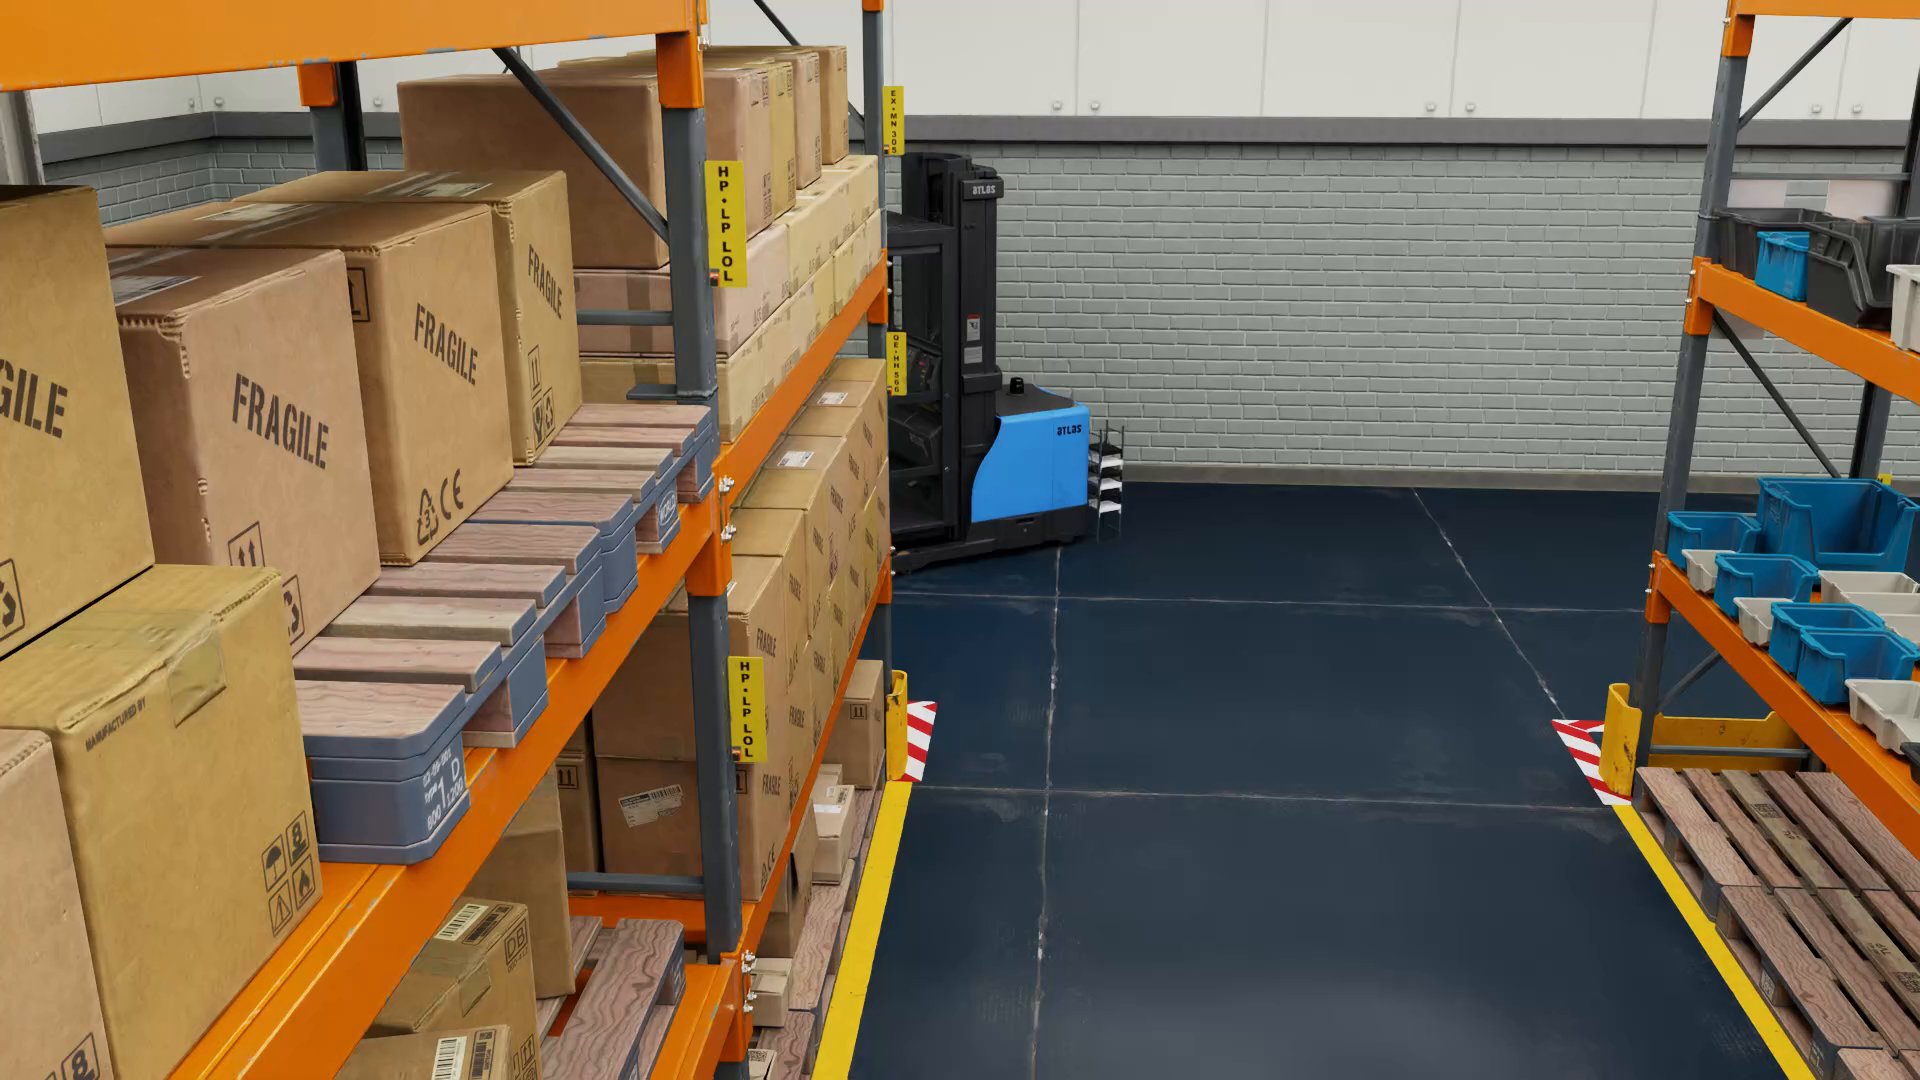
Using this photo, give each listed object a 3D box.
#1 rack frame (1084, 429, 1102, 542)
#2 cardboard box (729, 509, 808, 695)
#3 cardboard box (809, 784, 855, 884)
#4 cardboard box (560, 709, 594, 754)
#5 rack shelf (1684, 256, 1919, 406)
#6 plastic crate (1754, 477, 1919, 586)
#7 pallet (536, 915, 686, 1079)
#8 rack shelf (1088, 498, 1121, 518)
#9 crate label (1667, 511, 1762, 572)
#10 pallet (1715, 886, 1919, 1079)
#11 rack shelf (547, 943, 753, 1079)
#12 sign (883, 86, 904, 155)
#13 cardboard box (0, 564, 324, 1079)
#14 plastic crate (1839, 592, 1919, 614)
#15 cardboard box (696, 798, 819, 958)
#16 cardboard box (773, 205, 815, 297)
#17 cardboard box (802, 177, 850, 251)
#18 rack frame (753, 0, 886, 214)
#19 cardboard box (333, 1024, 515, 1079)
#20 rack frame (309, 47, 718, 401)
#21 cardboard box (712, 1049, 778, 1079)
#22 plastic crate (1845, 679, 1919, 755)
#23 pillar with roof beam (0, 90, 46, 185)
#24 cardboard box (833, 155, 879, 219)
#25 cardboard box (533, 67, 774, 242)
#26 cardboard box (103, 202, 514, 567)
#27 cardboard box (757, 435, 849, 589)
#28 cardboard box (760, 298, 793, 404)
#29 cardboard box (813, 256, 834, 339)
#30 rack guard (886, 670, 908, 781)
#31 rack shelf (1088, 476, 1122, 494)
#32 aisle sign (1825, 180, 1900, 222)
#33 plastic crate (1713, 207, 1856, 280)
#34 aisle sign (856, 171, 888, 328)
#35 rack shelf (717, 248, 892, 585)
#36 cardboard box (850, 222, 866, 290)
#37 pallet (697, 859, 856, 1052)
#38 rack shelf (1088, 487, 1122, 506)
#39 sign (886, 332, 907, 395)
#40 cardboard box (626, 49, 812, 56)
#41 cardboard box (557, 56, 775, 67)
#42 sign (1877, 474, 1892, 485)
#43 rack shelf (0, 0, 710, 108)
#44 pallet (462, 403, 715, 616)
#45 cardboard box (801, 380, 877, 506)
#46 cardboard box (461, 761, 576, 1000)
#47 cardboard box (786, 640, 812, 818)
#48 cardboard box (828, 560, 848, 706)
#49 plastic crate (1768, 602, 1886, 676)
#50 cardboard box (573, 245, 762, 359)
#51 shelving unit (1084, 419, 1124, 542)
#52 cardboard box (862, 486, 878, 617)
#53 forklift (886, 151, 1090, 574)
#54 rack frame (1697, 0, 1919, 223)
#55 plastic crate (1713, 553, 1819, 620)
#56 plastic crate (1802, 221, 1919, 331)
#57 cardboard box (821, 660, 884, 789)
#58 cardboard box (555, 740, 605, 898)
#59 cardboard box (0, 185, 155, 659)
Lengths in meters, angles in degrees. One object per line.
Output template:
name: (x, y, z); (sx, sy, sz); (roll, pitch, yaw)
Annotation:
rack frame: (1.013, -0.445, 12.832); (0.006, 0.900, 0.240); (-10, 21, -28)
cardboard box: (-0.811, 0.203, 5.721); (0.500, 0.500, 0.500); (1, 18, 2)
cardboard box: (-0.767, 1.350, 7.696); (0.500, 0.250, 0.500); (1, 18, 4)
cardboard box: (-1.384, 0.340, 5.301); (0.500, 0.500, 0.500); (1, 18, 4)
rack shelf: (3.922, -0.567, 6.175); (1.077, 0.370, 4.000); (1, 18, 4)
plastic crate: (4.227, -0.042, 8.081); (0.616, 0.435, 0.499); (1, 18, 4)
pallet: (-1.328, 1.363, 4.255); (1.003, 0.211, 1.213); (1, 18, 4)
rack shelf: (1.100, -0.258, 12.947); (0.200, 0.077, 0.258); (-10, 21, -28)
crate label: (3.719, 0.016, 8.231); (0.416, 0.233, 0.303); (1, 18, 4)
pallet: (3.877, 1.853, 6.928); (1.003, 0.211, 1.213); (1, 18, 4)
rack shelf: (-1.306, 1.989, 3.192); (1.077, 0.370, 4.000); (1, 18, 4)
sign: (-0.323, -2.044, 8.105); (0.100, 0.325, 0.005); (1, 18, 4)
cardboard box: (-1.377, 0.339, 2.093); (0.910, 0.500, 0.500); (1, 18, 4)
plastic crate: (4.152, 0.339, 7.398); (0.396, 0.136, 0.243); (1, 18, 4)
cardboard box: (-1.033, 1.419, 7.077); (0.797, 0.503, 0.637); (1, 18, 4)
cardboard box: (-0.798, -1.022, 5.845); (0.500, 0.250, 0.500); (1, 18, 4)
cardboard box: (-0.733, -1.333, 6.793); (0.500, 0.250, 0.500); (1, 18, 4)
rack frame: (-0.875, -3.067, 7.832); (1.000, 3.000, 0.127); (1, 18, 4)
cardboard box: (-1.227, 1.329, 3.216); (0.700, 0.500, 0.500); (-3, 18, -10)
rack frame: (-1.162, -1.825, 4.041); (1.000, 3.000, 0.127); (1, 18, 4)
cardboard box: (-0.916, 1.969, 5.709); (0.500, 0.311, 0.500); (1, 18, 4)
plastic crate: (3.603, 0.687, 6.337); (0.293, 0.136, 0.466); (1, 18, 4)
pillar with roof beam: (-2.192, -3.939, 10.491); (9.100, 9.000, 0.400); (1, 18, 4)
cardboard box: (-0.658, -1.643, 7.741); (0.500, 0.250, 0.500); (1, 18, 4)
cardboard box: (-0.988, -1.226, 5.265); (0.700, 0.500, 0.500); (1, 18, 4)
cardboard box: (-1.297, -0.331, 3.304); (0.600, 0.600, 0.600); (1, 18, 3)
cardboard box: (-0.738, -0.117, 6.697); (0.500, 0.500, 0.500); (2, 18, 6)
cardboard box: (-0.841, -0.629, 5.449); (0.500, 0.250, 0.500); (1, 18, 4)
cardboard box: (-0.771, -0.940, 6.397); (0.500, 0.250, 0.500); (1, 18, 4)
rack guard: (-0.881, 0.995, 9.084); (1.175, 0.500, 0.348); (1, 18, 4)
rack shelf: (1.101, -0.429, 12.890); (0.200, 0.077, 0.258); (-10, 21, -28)
aisle sign: (4.362, -1.356, 8.069); (0.394, 0.787, 0.004); (1, 18, 4)
plastic crate: (3.759, -1.355, 7.633); (0.497, 0.269, 0.590); (1, 18, 4)
aisle sign: (-0.565, -1.466, 8.406); (0.394, 0.787, 0.004); (1, 18, 4)
rack shelf: (-1.019, -0.679, 6.516); (1.077, 0.370, 4.000); (1, 18, 4)
cardboard box: (-0.696, -1.250, 7.345); (0.500, 0.250, 0.500); (1, 18, 4)
pallet: (-1.027, 1.758, 7.220); (1.003, 0.211, 1.213); (1, 18, 4)
rack shelf: (1.101, -0.344, 12.918); (0.200, 0.077, 0.258); (-10, 21, -28)
sign: (-0.323, -0.898, 8.480); (0.100, 0.325, 0.005); (1, 18, 4)
cardboard box: (-1.016, -1.851, 7.172); (0.700, 0.500, 0.500); (1, 18, 4)
cardboard box: (-1.074, -1.540, 6.223); (0.700, 0.500, 0.500); (1, 18, 4)
sign: (4.615, -0.175, 8.378); (0.100, 0.325, 0.005); (1, 18, 4)
rack shelf: (-1.306, -0.672, 2.320); (1.077, 0.370, 4.000); (1, 18, 4)
pallet: (-1.279, -0.109, 3.924); (1.213, 0.211, 1.003); (1, 18, 4)
cardboard box: (-0.668, -0.438, 7.676); (0.500, 0.500, 0.500); (2, 18, 5)
cardboard box: (-1.419, 0.921, 4.461); (0.700, 0.500, 0.500); (-5, 19, -15)
cardboard box: (-0.820, 0.667, 5.910); (0.500, 0.500, 0.500); (2, 18, 5)
cardboard box: (-0.747, 0.354, 6.866); (0.500, 0.500, 0.500); (1, 18, 3)
plastic crate: (3.624, 0.424, 6.983); (0.416, 0.233, 0.300); (1, 18, 4)
cardboard box: (-0.880, -0.711, 4.898); (0.500, 0.250, 0.500); (1, 18, 4)
shelving unit: (1.102, -0.461, 12.879); (0.210, 0.900, 0.258); (-10, 21, -28)
cardboard box: (-0.670, 0.042, 7.816); (0.500, 0.500, 0.500); (1, 18, 4)
forklift: (-0.551, -1.303, 12.192); (3.031, 2.935, 1.130); (-9, 20, -26)
rack frame: (4.065, -2.956, 7.492); (1.000, 3.000, 0.127); (1, 18, 4)
plastic crate: (3.672, 0.220, 7.607); (0.416, 0.233, 0.300); (1, 18, 4)
plastic crate: (3.681, -1.032, 6.539); (0.504, 0.338, 0.767); (1, 18, 4)
cardboard box: (-0.669, 0.937, 8.555); (0.500, 0.500, 0.500); (1, 18, 4)
cardboard box: (-1.382, 0.817, 5.451); (0.500, 0.500, 0.500); (2, 18, 5)
cardboard box: (-1.338, -0.132, 1.925); (0.500, 0.500, 0.500); (1, 18, 4)
